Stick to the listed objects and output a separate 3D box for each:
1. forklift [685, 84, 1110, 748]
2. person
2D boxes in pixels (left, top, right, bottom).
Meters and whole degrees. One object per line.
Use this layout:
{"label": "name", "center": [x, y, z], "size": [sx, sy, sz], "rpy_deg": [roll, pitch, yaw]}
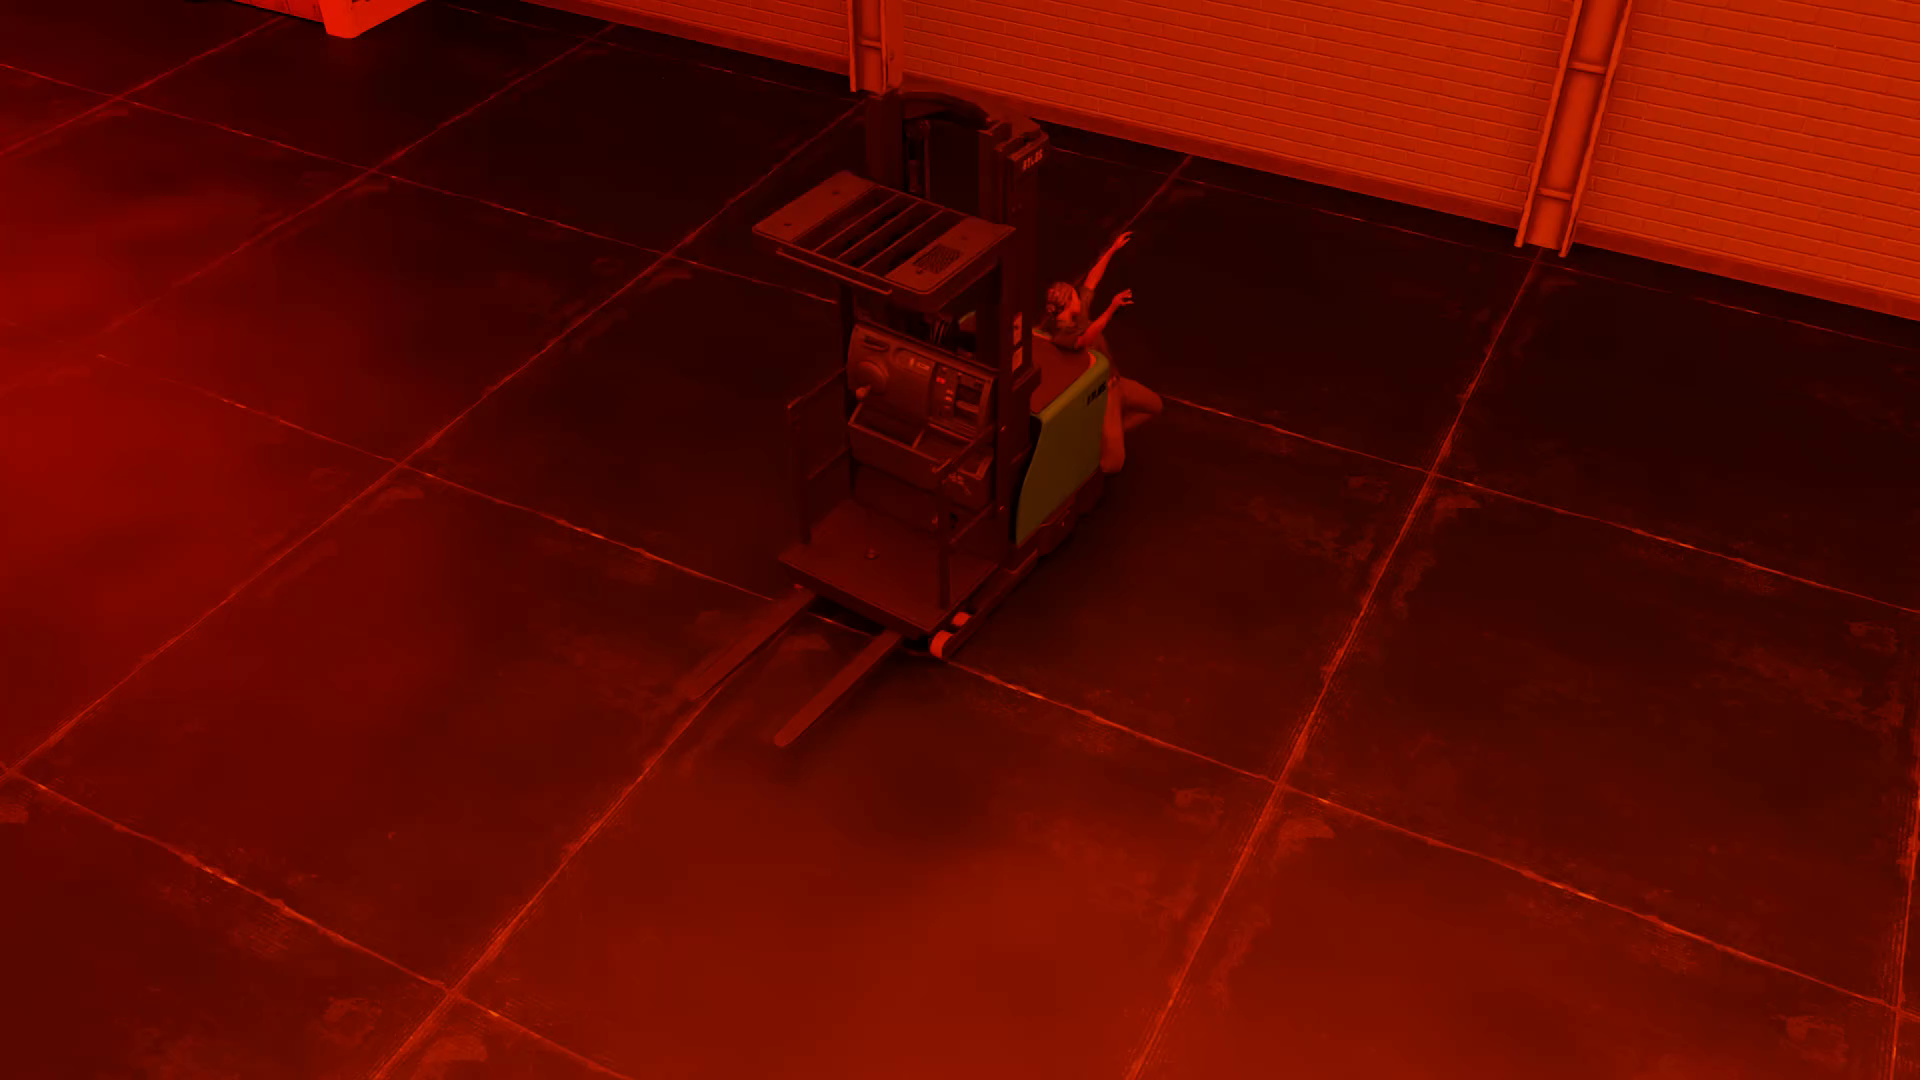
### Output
{"label": "forklift", "center": [-0.343, -0.796, 8.931], "size": [1.130, 2.935, 3.031], "rpy_deg": [24, 46, 26]}
{"label": "person", "center": [0.896, -1.076, 10.332], "size": [0.737, 1.588, 0.930], "rpy_deg": [15, 42, 17]}
